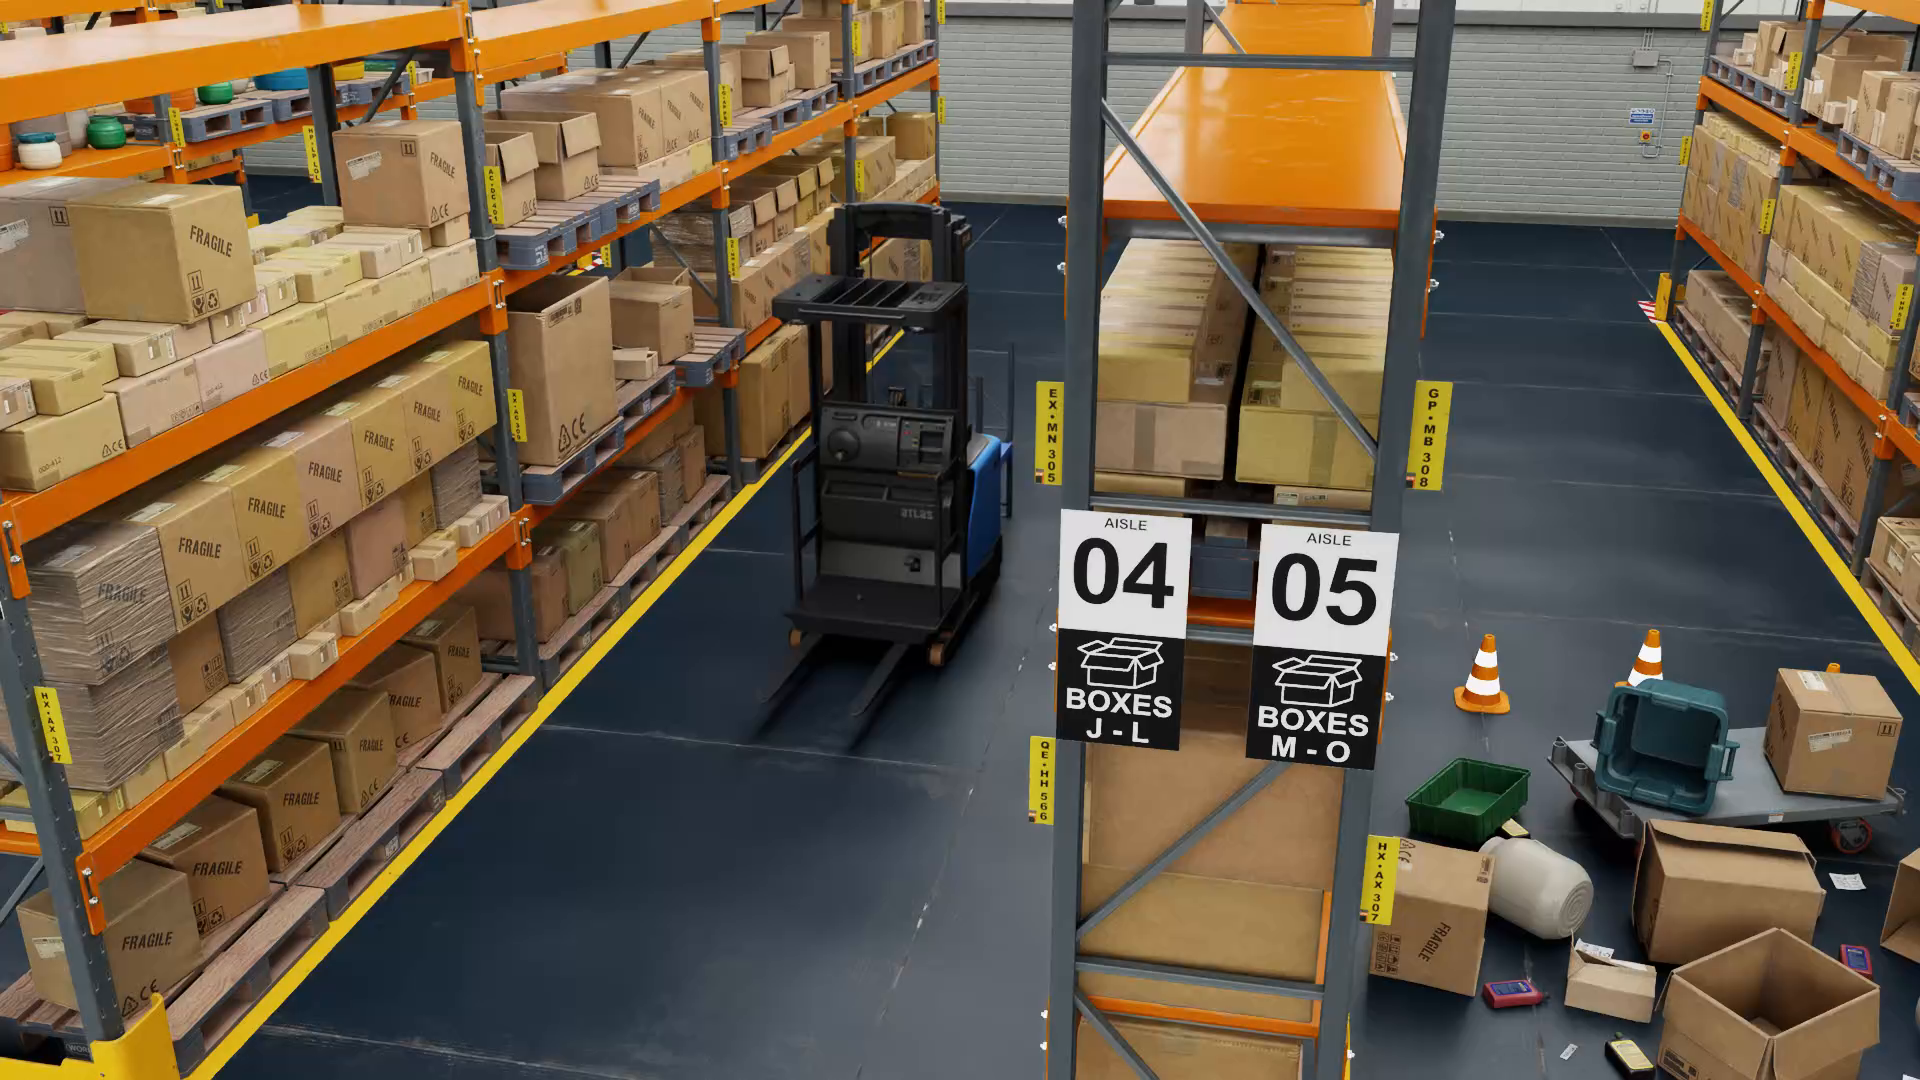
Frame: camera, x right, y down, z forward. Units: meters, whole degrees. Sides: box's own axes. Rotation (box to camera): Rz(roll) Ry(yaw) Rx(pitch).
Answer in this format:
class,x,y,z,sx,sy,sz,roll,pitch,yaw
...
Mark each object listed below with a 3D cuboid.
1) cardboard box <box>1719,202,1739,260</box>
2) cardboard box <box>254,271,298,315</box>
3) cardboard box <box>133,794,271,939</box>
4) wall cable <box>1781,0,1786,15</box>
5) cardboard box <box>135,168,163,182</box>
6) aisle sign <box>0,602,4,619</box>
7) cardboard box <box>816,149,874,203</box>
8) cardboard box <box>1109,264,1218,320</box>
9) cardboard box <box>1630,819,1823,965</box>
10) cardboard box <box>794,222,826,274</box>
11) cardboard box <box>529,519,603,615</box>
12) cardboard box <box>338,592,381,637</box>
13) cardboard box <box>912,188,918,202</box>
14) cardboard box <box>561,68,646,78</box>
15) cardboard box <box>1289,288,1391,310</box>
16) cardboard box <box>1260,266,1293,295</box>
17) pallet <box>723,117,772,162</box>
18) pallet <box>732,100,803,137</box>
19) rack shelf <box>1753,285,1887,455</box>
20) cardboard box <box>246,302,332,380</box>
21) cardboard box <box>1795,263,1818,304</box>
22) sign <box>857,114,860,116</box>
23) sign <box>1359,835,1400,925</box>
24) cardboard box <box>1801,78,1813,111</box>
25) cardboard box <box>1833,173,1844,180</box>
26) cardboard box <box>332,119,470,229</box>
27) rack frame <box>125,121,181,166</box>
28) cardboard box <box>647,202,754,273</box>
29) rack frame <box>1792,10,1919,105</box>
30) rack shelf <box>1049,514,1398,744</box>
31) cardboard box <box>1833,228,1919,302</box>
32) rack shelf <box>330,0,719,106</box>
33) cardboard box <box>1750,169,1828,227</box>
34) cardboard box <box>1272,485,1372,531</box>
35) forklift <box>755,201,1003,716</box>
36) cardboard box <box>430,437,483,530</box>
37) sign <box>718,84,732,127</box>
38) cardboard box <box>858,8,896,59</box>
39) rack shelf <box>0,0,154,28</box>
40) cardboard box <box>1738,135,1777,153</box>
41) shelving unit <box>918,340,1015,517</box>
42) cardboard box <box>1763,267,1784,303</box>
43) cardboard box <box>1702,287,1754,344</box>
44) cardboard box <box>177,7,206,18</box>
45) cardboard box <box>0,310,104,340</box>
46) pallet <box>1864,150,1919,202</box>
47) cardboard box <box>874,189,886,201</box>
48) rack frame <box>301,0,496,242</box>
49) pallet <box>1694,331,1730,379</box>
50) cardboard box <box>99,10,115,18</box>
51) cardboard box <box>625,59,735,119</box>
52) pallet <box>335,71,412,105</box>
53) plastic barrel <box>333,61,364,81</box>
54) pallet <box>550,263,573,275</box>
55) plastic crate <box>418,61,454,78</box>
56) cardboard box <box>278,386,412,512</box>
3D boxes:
class,x,y,z,sx,sy,sz,roll,pitch,yaw
cardboard box,8.155,-3.167,17.069,0.500,0.500,0.500,4,22,10
cardboard box,-3.400,-1.180,7.919,0.380,0.149,0.250,4,22,9
cardboard box,-3.795,1.591,8.171,0.500,0.500,0.500,11,24,25
wall cable,10.560,-8.848,23.276,2.355,3.000,0.029,4,22,11
cardboard box,-10.597,-4.839,21.219,0.500,0.500,0.500,4,22,10
aisle sign,-3.746,-0.086,6.071,0.394,0.787,0.004,4,22,11
cardboard box,-1.231,-3.886,17.785,0.500,0.500,0.500,4,22,11
cardboard box,0.753,-0.916,6.171,0.380,0.149,0.250,5,22,11
cardboard box,3.737,1.747,8.160,0.797,0.637,0.503,4,22,11
cardboard box,-1.614,-2.796,16.148,0.500,0.500,0.500,4,22,10
cardboard box,-2.949,0.171,11.670,0.700,0.500,0.500,4,22,11
cardboard box,-3.288,0.377,8.739,0.380,0.149,0.250,4,22,11
cardboard box,-0.720,-4.131,19.932,0.380,0.149,0.250,4,22,10
cardboard box,-2.743,-3.368,12.884,0.500,0.500,0.500,5,22,11
cardboard box,1.344,-0.771,5.812,0.380,0.149,0.250,5,22,11
cardboard box,1.465,-0.922,6.719,0.500,0.250,0.500,4,22,11
pallet,-2.315,-3.394,14.004,1.213,0.211,1.003,6,23,13
pallet,-2.090,-3.803,15.020,1.003,0.211,1.213,6,23,13
rack shelf,7.715,-1.493,14.009,1.077,0.370,4.000,4,22,11
cardboard box,-3.370,-0.964,7.918,0.500,0.250,0.500,5,22,13
cardboard box,7.549,-2.206,14.347,0.500,0.250,0.500,5,22,12
sign,-1.304,-5.260,21.133,0.100,0.325,0.005,4,22,11
sign,1.350,1.096,5.352,0.100,0.325,0.005,4,22,11
cardboard box,7.678,-3.926,14.689,0.396,0.266,0.258,4,22,10
cardboard box,8.441,-3.465,15.602,0.380,0.149,0.250,4,22,10
cardboard box,-3.053,-2.012,9.117,0.500,0.500,0.500,4,22,9
rack frame,-7.244,-2.229,14.872,1.000,3.000,0.127,4,22,11
cardboard box,-2.230,-2.629,14.389,0.797,0.503,0.637,5,23,13
rack frame,8.123,-5.341,14.570,1.000,3.000,0.127,4,22,11
rack shelf,1.216,-0.299,7.029,1.077,0.370,4.000,4,22,11
cardboard box,7.361,-2.184,13.289,0.500,0.500,0.500,4,22,11
rack shelf,-2.803,-3.383,11.206,1.077,0.370,4.000,4,22,11
cardboard box,7.949,-3.262,15.966,0.500,0.500,0.500,4,22,10
cardboard box,1.192,-0.127,5.279,0.380,0.149,0.250,5,22,11
forklift,-0.550,-0.667,11.085,1.130,2.935,3.031,6,23,14
cardboard box,-3.363,-0.413,9.831,0.875,0.500,0.500,4,22,11
sign,-1.864,-3.440,13.173,0.100,0.325,0.005,4,22,11
cardboard box,-1.118,-5.660,18.548,0.700,0.500,0.500,5,23,13
rack shelf,-7.652,-3.761,12.144,1.077,0.370,4.000,4,22,11
cardboard box,8.232,-4.060,17.079,0.380,0.149,0.250,4,22,11
shelving unit,0.060,-0.736,13.173,0.538,1.500,1.048,6,23,14
cardboard box,7.775,-2.348,15.369,0.500,0.250,0.500,4,22,10
cardboard box,8.724,-2.443,18.272,0.875,0.438,0.875,5,22,12
cardboard box,-10.315,-6.880,21.937,0.500,0.250,0.500,4,22,11
cardboard box,-3.959,-0.927,7.291,0.380,0.149,0.250,5,22,12
pallet,7.386,-2.639,12.128,1.213,0.211,1.003,6,23,13
cardboard box,-1.120,-3.716,18.367,0.500,0.250,0.500,4,22,11
rack frame,-3.211,-3.171,9.181,1.000,3.000,0.127,4,22,11
pallet,8.601,-1.985,17.999,1.003,0.211,1.213,4,22,11
cardboard box,-10.924,-6.703,20.493,0.700,0.500,0.500,4,22,11
cardboard box,-2.341,-3.714,13.844,0.797,0.503,0.637,6,23,14
pallet,-6.492,-4.701,17.249,1.213,0.211,1.003,4,22,11
plastic barrel,-6.415,-5.016,16.963,0.600,0.588,0.600,0,22,0
pallet,-5.817,-3.562,21.916,1.003,0.211,1.213,4,22,11
plastic crate,-5.905,-5.456,19.044,0.497,0.269,0.590,4,22,11
cardboard box,-3.237,-0.485,8.672,0.500,0.500,0.500,4,22,11
